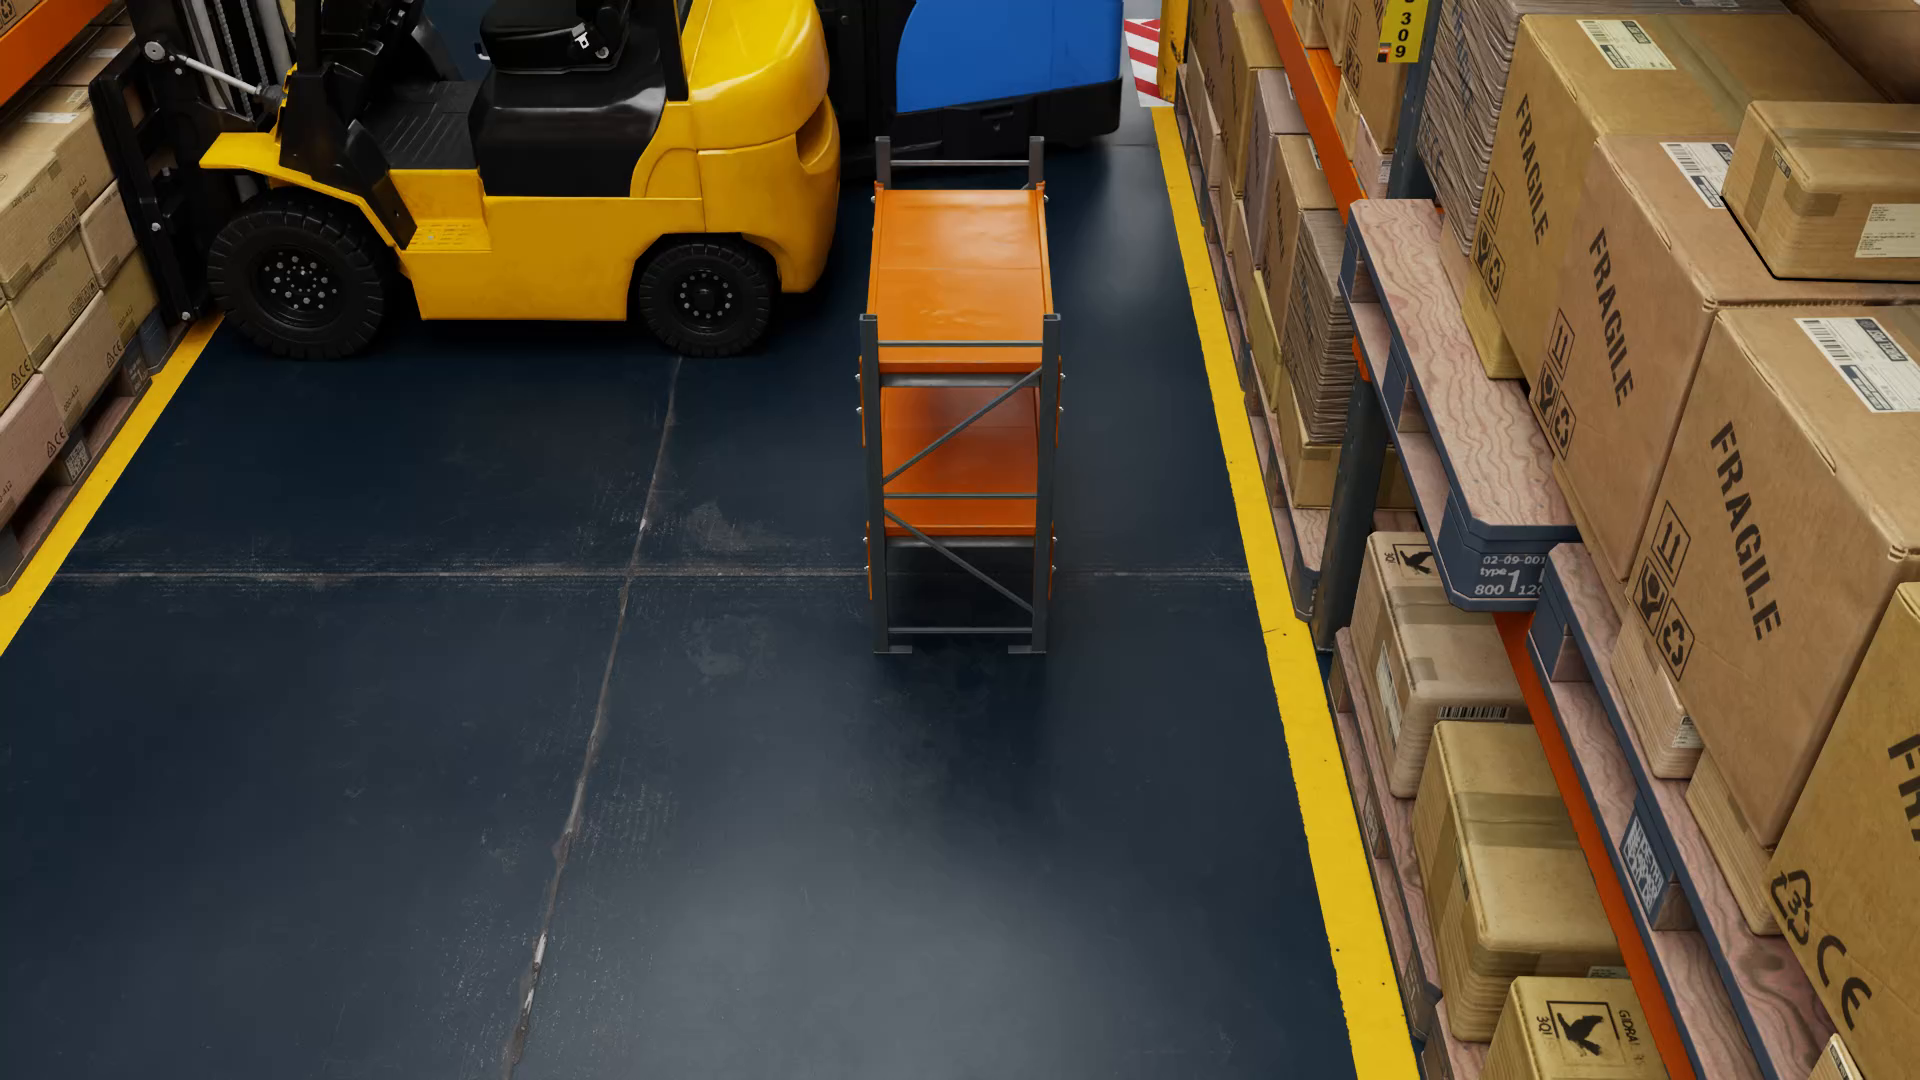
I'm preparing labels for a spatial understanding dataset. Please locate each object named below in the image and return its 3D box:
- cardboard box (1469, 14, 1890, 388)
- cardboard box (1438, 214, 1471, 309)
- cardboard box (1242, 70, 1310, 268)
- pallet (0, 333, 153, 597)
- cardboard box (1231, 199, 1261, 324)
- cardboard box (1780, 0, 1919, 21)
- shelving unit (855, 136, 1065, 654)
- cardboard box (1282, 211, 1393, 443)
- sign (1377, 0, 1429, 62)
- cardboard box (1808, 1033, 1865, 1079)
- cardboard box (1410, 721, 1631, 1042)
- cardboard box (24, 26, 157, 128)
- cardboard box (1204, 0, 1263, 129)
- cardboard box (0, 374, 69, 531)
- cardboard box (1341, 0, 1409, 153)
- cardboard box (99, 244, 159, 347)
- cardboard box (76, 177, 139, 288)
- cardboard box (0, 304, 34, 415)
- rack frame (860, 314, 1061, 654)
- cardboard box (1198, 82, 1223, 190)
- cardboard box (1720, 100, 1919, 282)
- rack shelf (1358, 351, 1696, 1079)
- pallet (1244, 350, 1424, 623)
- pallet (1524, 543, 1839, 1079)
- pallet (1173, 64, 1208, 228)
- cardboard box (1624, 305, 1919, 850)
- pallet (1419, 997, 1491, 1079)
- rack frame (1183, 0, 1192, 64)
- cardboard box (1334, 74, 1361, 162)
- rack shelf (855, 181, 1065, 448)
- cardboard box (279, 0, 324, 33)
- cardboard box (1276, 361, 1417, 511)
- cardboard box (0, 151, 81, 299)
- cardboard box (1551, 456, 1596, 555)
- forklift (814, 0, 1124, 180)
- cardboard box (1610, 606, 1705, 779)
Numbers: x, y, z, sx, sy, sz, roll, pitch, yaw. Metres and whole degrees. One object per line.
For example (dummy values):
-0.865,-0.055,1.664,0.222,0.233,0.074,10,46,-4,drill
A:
1.252,-0.591,2.935,0.500,0.500,0.500,0,39,0,cardboard box
1.222,-0.599,3.464,0.380,0.149,0.250,0,39,1,cardboard box
1.264,-1.269,5.698,0.500,0.500,0.500,2,39,2,cardboard box
-3.385,-0.282,5.433,1.003,0.211,1.213,0,39,0,pallet
1.261,-0.990,5.950,0.500,0.250,0.500,1,39,1,cardboard box
1.767,-0.909,3.332,0.500,0.500,0.500,-1,39,-1,cardboard box
0.000,-0.435,4.893,0.538,1.125,1.048,0,39,0,shelving unit
1.268,-0.632,4.903,0.500,0.500,0.500,-1,39,-1,cardboard box
0.995,-1.211,3.671,0.100,0.325,0.005,0,39,0,sign
1.182,0.697,1.846,0.380,0.149,0.250,1,39,1,cardboard box
1.545,0.760,3.668,0.950,0.372,0.625,2,39,3,cardboard box
-3.108,-1.616,5.931,0.500,0.250,0.500,-1,39,-1,cardboard box
1.263,-1.917,6.507,0.500,0.500,0.500,-1,39,-2,cardboard box
-3.096,-0.266,5.047,0.500,0.250,0.500,0,39,0,cardboard box
1.288,-1.312,4.170,0.500,0.500,0.500,-1,39,-1,cardboard box
-3.128,-0.905,5.844,0.500,0.250,0.500,1,39,1,cardboard box
-3.110,-1.091,5.676,0.500,0.250,0.500,0,39,0,cardboard box
-3.118,-0.462,4.890,0.500,0.250,0.500,0,39,0,cardboard box
0.001,-0.117,4.496,0.500,1.125,0.032,0,39,0,rack frame
1.250,-1.647,6.770,0.500,0.250,0.500,1,39,2,cardboard box
1.288,-0.477,2.275,0.380,0.149,0.250,2,39,2,cardboard box
1.540,0.653,2.612,1.077,0.370,4.000,0,39,0,rack shelf
1.501,-0.211,5.344,1.003,0.211,1.213,0,39,0,pallet
1.499,0.460,2.431,1.003,0.211,1.213,0,39,0,pallet
1.498,-1.736,7.248,1.003,0.211,1.213,0,39,0,pallet
1.250,0.039,2.149,0.500,0.500,0.500,-2,39,-2,cardboard box
1.544,1.461,3.258,1.003,0.211,1.213,0,39,0,pallet
1.533,-3.380,7.069,1.000,3.000,0.127,0,39,0,rack frame
1.225,-1.137,4.472,0.380,0.149,0.250,1,39,1,cardboard box
0.000,-0.663,4.710,0.538,0.278,1.000,0,39,0,rack shelf
-3.118,-2.356,7.255,0.500,0.250,0.500,0,39,-1,cardboard box
1.268,-0.339,5.138,0.500,0.250,0.500,2,39,2,cardboard box
-3.104,-0.976,5.133,0.500,0.250,0.500,0,39,0,cardboard box
1.249,-0.105,2.847,0.380,0.149,0.250,1,39,1,cardboard box
-0.860,-2.900,6.525,3.031,2.935,1.130,-13,40,-15,forklift
1.196,0.216,2.446,0.380,0.149,0.250,1,39,2,cardboard box
